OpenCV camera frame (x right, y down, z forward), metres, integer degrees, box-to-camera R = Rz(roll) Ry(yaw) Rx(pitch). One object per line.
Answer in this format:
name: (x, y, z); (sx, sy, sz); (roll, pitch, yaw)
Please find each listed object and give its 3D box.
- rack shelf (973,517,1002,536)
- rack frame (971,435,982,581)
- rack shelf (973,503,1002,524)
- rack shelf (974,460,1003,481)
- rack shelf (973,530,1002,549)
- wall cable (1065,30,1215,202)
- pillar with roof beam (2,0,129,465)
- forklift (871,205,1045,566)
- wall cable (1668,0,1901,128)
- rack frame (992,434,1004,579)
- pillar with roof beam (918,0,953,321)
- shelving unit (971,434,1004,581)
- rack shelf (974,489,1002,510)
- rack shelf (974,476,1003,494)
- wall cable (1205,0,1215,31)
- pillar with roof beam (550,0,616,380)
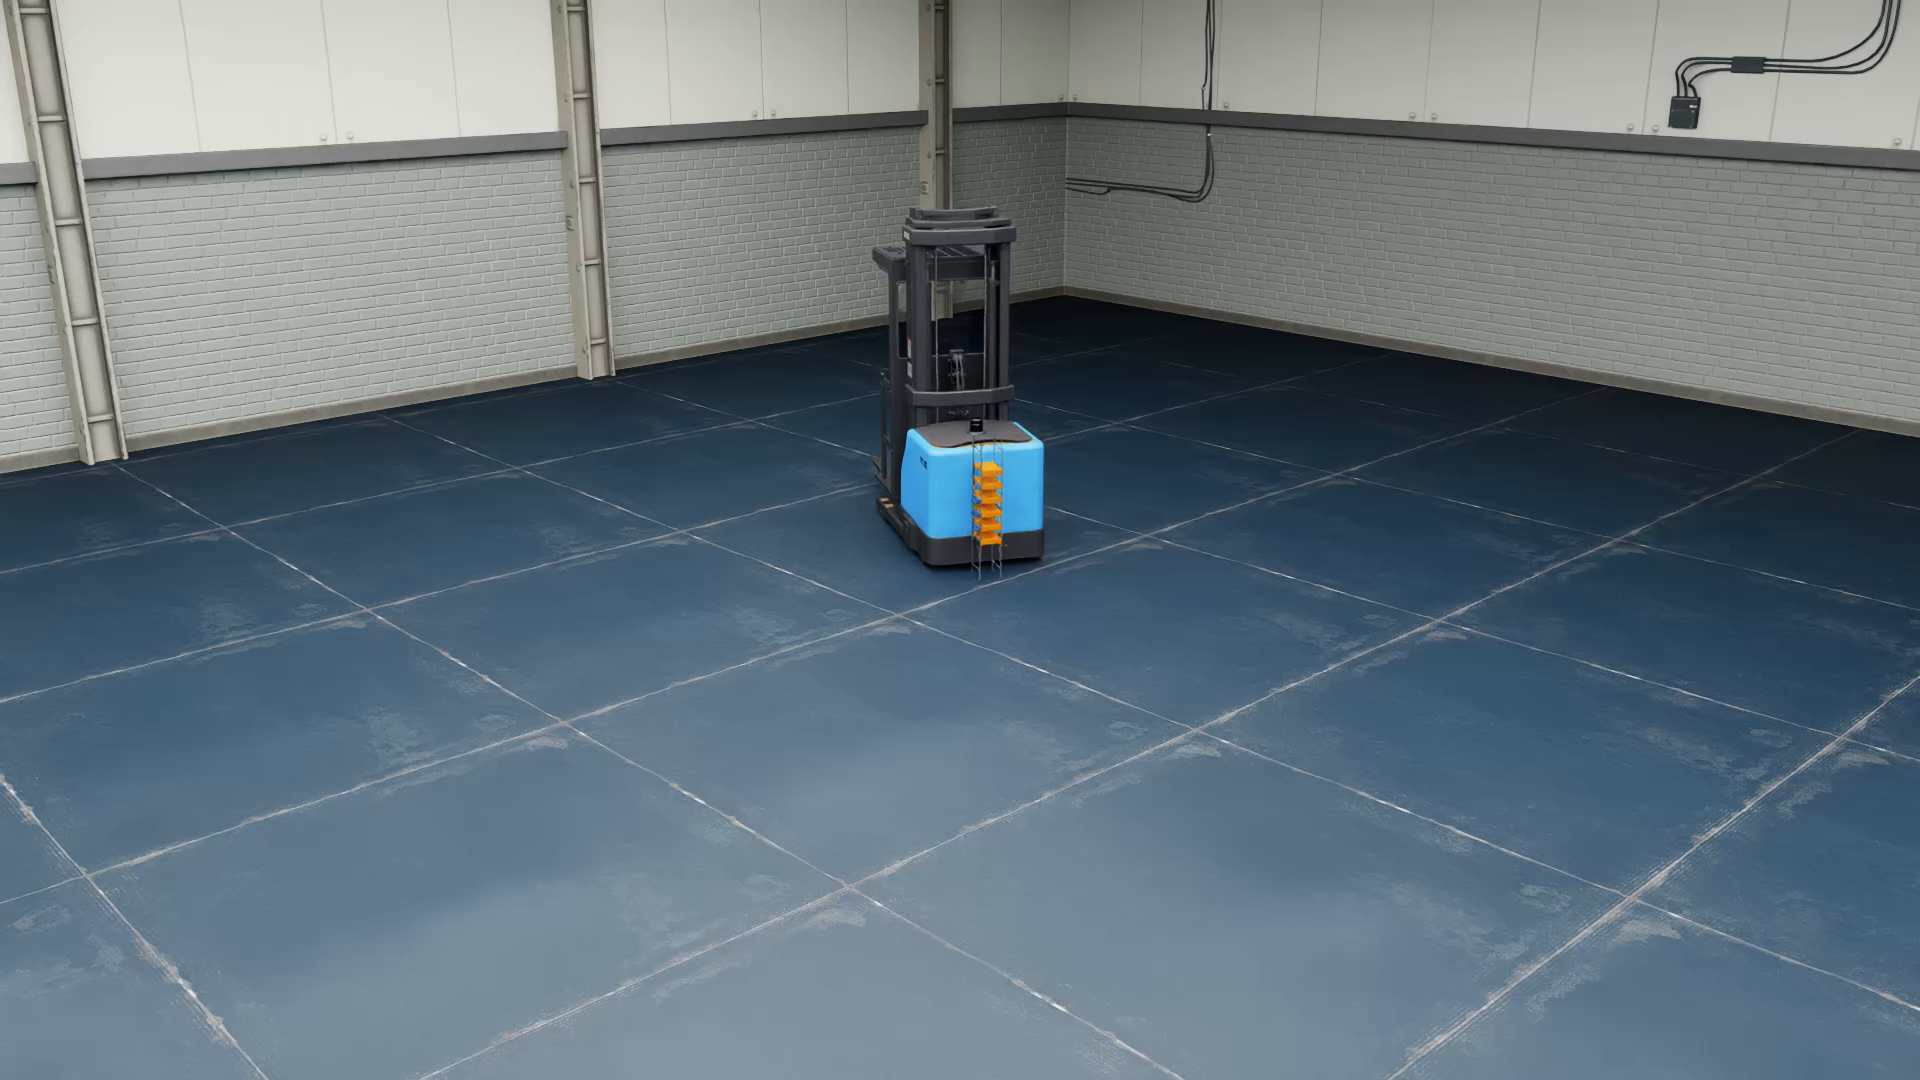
rack shelf: (0.226, -0.116, 13.916); (0.180, 0.103, 0.258); (-5, 20, -16)
rack frame: (0.139, -0.262, 13.835); (0.006, 1.200, 0.240); (-5, 20, -16)
rack shelf: (0.227, -0.229, 13.876); (0.180, 0.103, 0.258); (-5, 20, -16)
rack shelf: (0.230, -0.568, 13.755); (0.180, 0.103, 0.258); (-5, 20, -16)
rack shelf: (0.225, -0.002, 13.956); (0.180, 0.103, 0.258); (-5, 20, -16)
wall cable: (2.693, -6.534, 25.580); (0.112, 2.526, 3.097); (-16, 24, -41)
pillar with roof beam: (-6.117, -4.175, 13.272); (0.400, 9.000, 9.100); (-16, 24, -41)
forklift: (-0.161, -1.595, 15.151); (1.130, 2.935, 3.031); (-5, 19, -15)
wall cable: (9.204, -7.498, 18.005); (0.169, 6.003, 2.305); (-16, 24, -41)
rack frame: (0.314, -0.279, 13.886); (0.006, 1.200, 0.240); (-5, 20, -16)
pillar with roof beam: (2.602, -6.718, 21.114); (0.400, 9.000, 9.100); (-16, 24, -41)
shelving unit: (0.227, -0.270, 13.861); (0.189, 1.200, 0.258); (-5, 20, -16)
rack shelf: (0.228, -0.342, 13.835); (0.180, 0.103, 0.258); (-5, 20, -16)
rack shelf: (0.229, -0.455, 13.795); (0.180, 0.103, 0.258); (-5, 20, -16)
wall cable: (4.552, -8.330, 22.931); (0.112, 2.526, 3.097); (-16, 24, -41)
pillar with roof beam: (-1.758, -5.447, 17.193); (0.400, 9.000, 9.100); (-16, 24, -41)
